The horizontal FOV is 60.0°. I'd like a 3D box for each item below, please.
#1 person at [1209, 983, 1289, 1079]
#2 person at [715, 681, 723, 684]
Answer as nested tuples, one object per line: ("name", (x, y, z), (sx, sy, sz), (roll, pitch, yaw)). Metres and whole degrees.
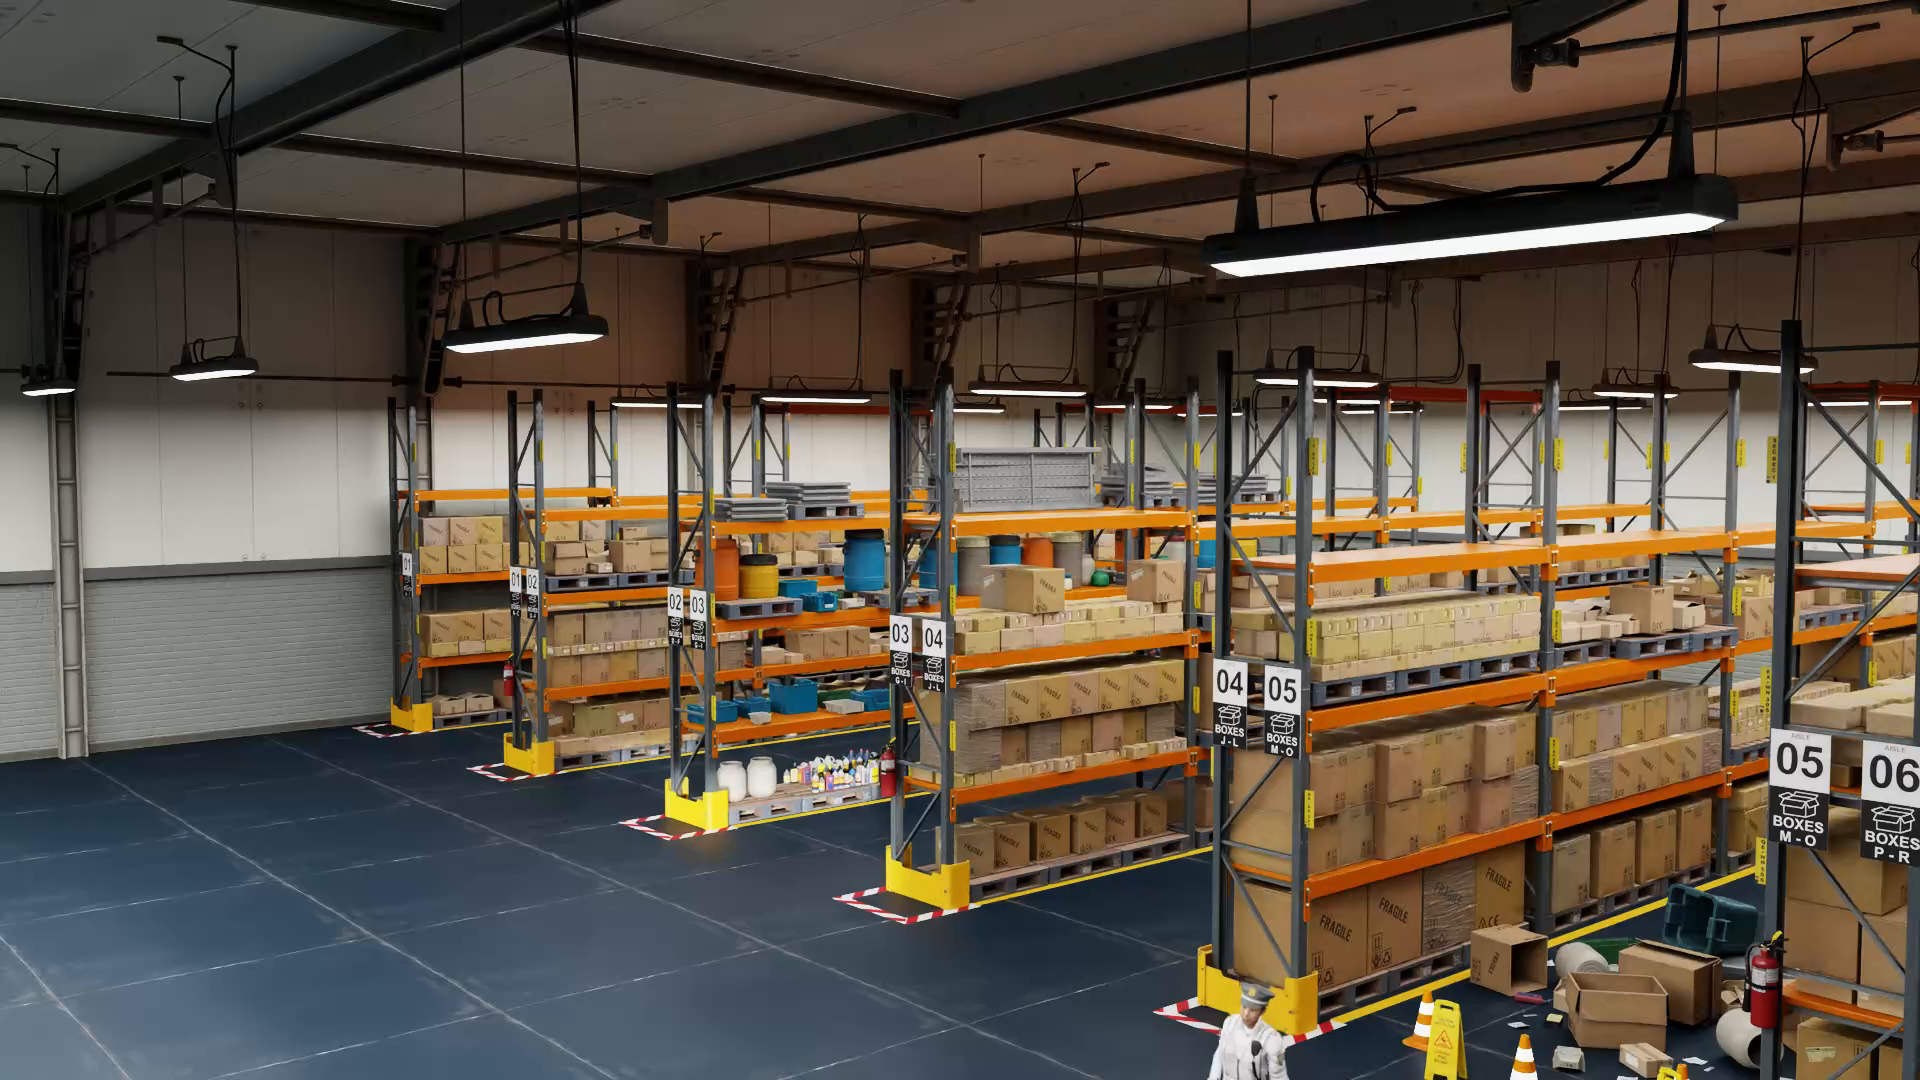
("person", (1.883, 3.694, 11.157), (0.764, 1.605, 0.587), (2, 4, 35))
("person", (-4.470, 2.489, 30.896), (0.651, 1.750, 0.746), (2, 4, 35))
